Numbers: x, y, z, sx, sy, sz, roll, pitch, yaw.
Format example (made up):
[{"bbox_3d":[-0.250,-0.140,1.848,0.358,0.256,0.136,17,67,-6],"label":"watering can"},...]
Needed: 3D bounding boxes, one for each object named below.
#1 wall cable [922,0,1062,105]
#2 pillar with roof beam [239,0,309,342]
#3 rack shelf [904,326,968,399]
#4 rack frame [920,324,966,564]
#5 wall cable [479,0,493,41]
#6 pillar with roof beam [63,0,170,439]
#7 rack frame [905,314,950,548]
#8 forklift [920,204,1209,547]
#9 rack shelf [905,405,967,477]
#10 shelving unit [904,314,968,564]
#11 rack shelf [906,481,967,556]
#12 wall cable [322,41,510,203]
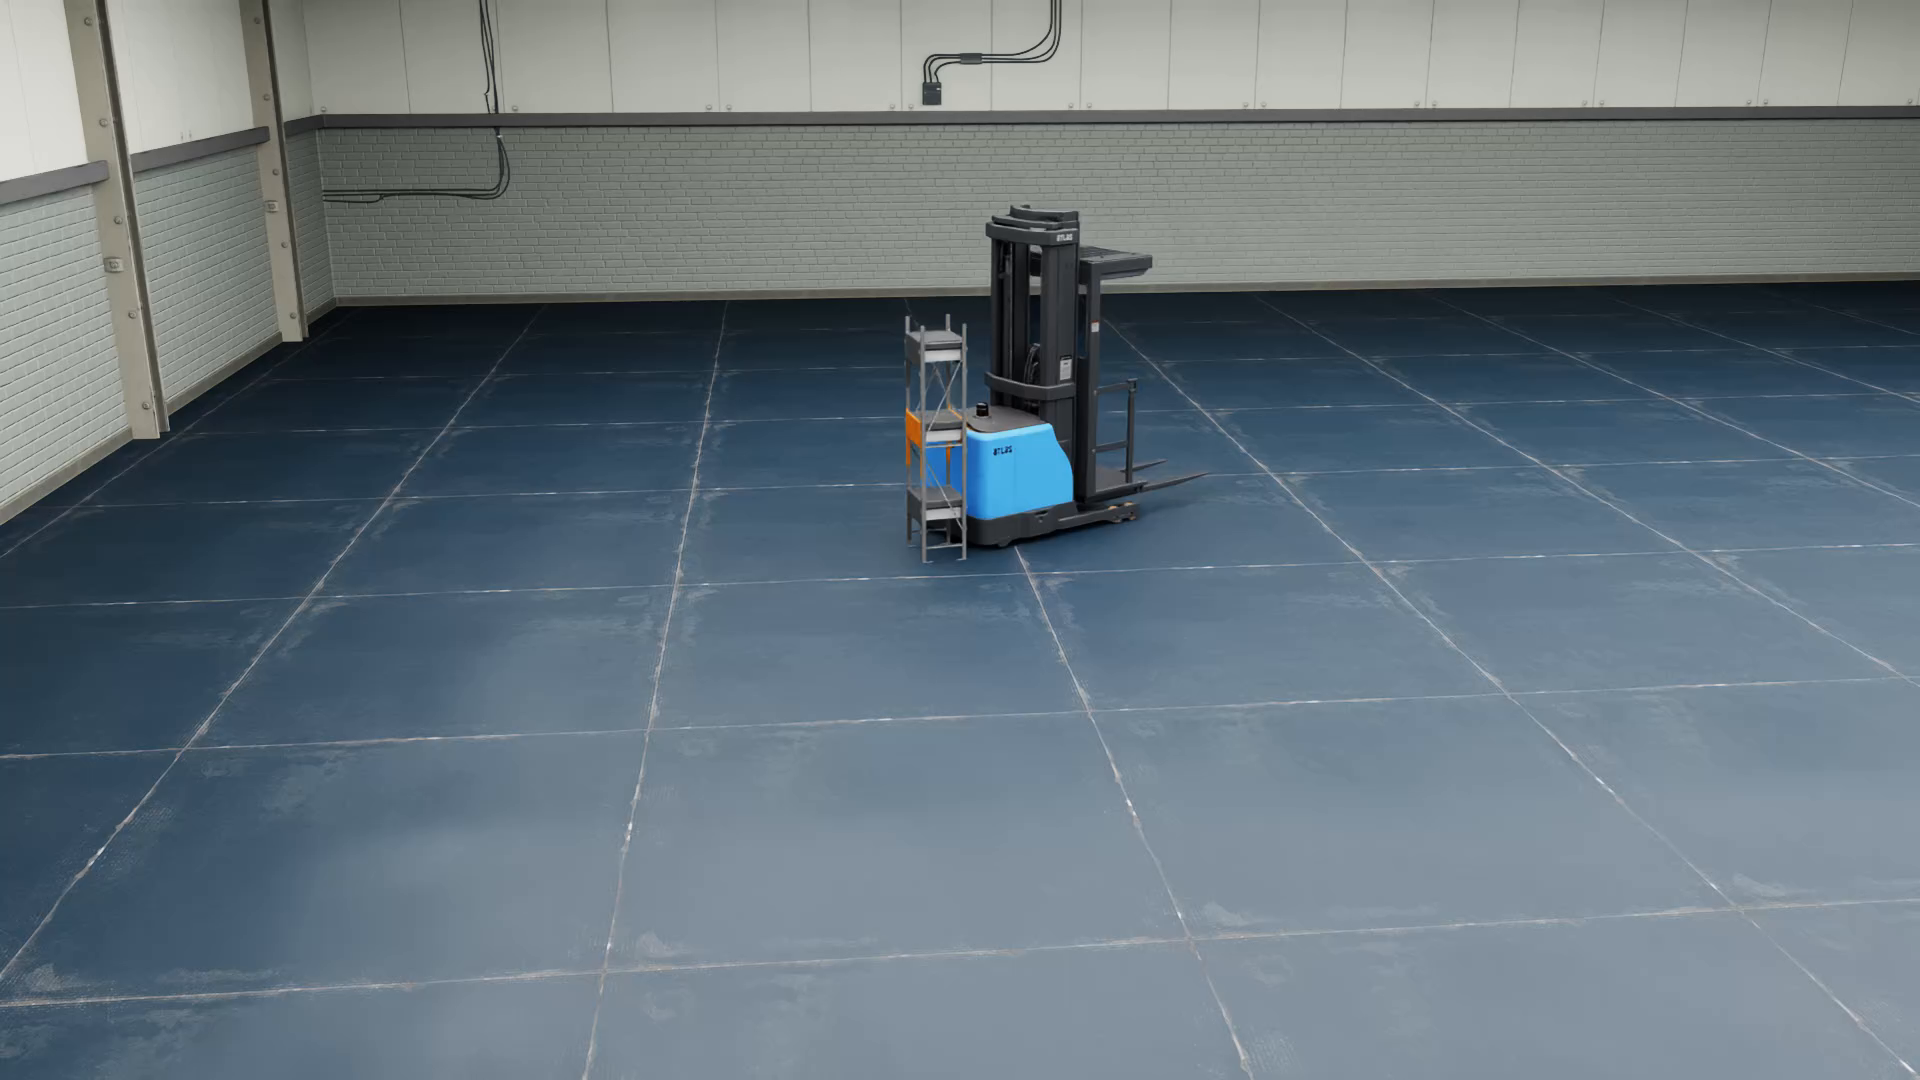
[{"bbox_3d":[0.532,-10.122,26.789,2.305,6.003,0.169,-2,18,-6],"label":"wall cable"},{"bbox_3d":[-5.642,-7.425,23.877,9.100,9.000,0.400,-2,18,-6],"label":"pillar with roof beam"},{"bbox_3d":[-0.210,-1.533,14.337,0.431,0.518,0.480,-5,18,-16],"label":"rack shelf"},{"bbox_3d":[-0.139,-0.808,14.320,0.400,2.100,0.015,-5,18,-16],"label":"rack frame"},{"bbox_3d":[-6.222,-9.222,26.354,3.097,2.526,0.112,-2,18,-6],"label":"wall cable"},{"bbox_3d":[-5.023,-5.637,18.183,9.100,9.000,0.400,-2,18,-6],"label":"pillar with roof beam"},{"bbox_3d":[-0.281,-0.948,14.765,0.400,2.100,0.015,-5,18,-16],"label":"rack frame"},{"bbox_3d":[1.093,-1.667,15.667,3.031,2.935,1.130,-13,22,-35],"label":"forklift"},{"bbox_3d":[-0.210,-0.865,14.547,0.431,0.518,0.480,-5,18,-16],"label":"rack shelf"},{"bbox_3d":[-0.210,-0.878,14.543,0.431,2.100,0.503,-5,18,-16],"label":"shelving unit"},{"bbox_3d":[-0.210,-0.198,14.756,0.431,0.518,0.480,-5,18,-16],"label":"rack shelf"},{"bbox_3d":[-8.912,-6.729,26.844,3.097,2.526,0.112,-2,18,-6],"label":"wall cable"}]
